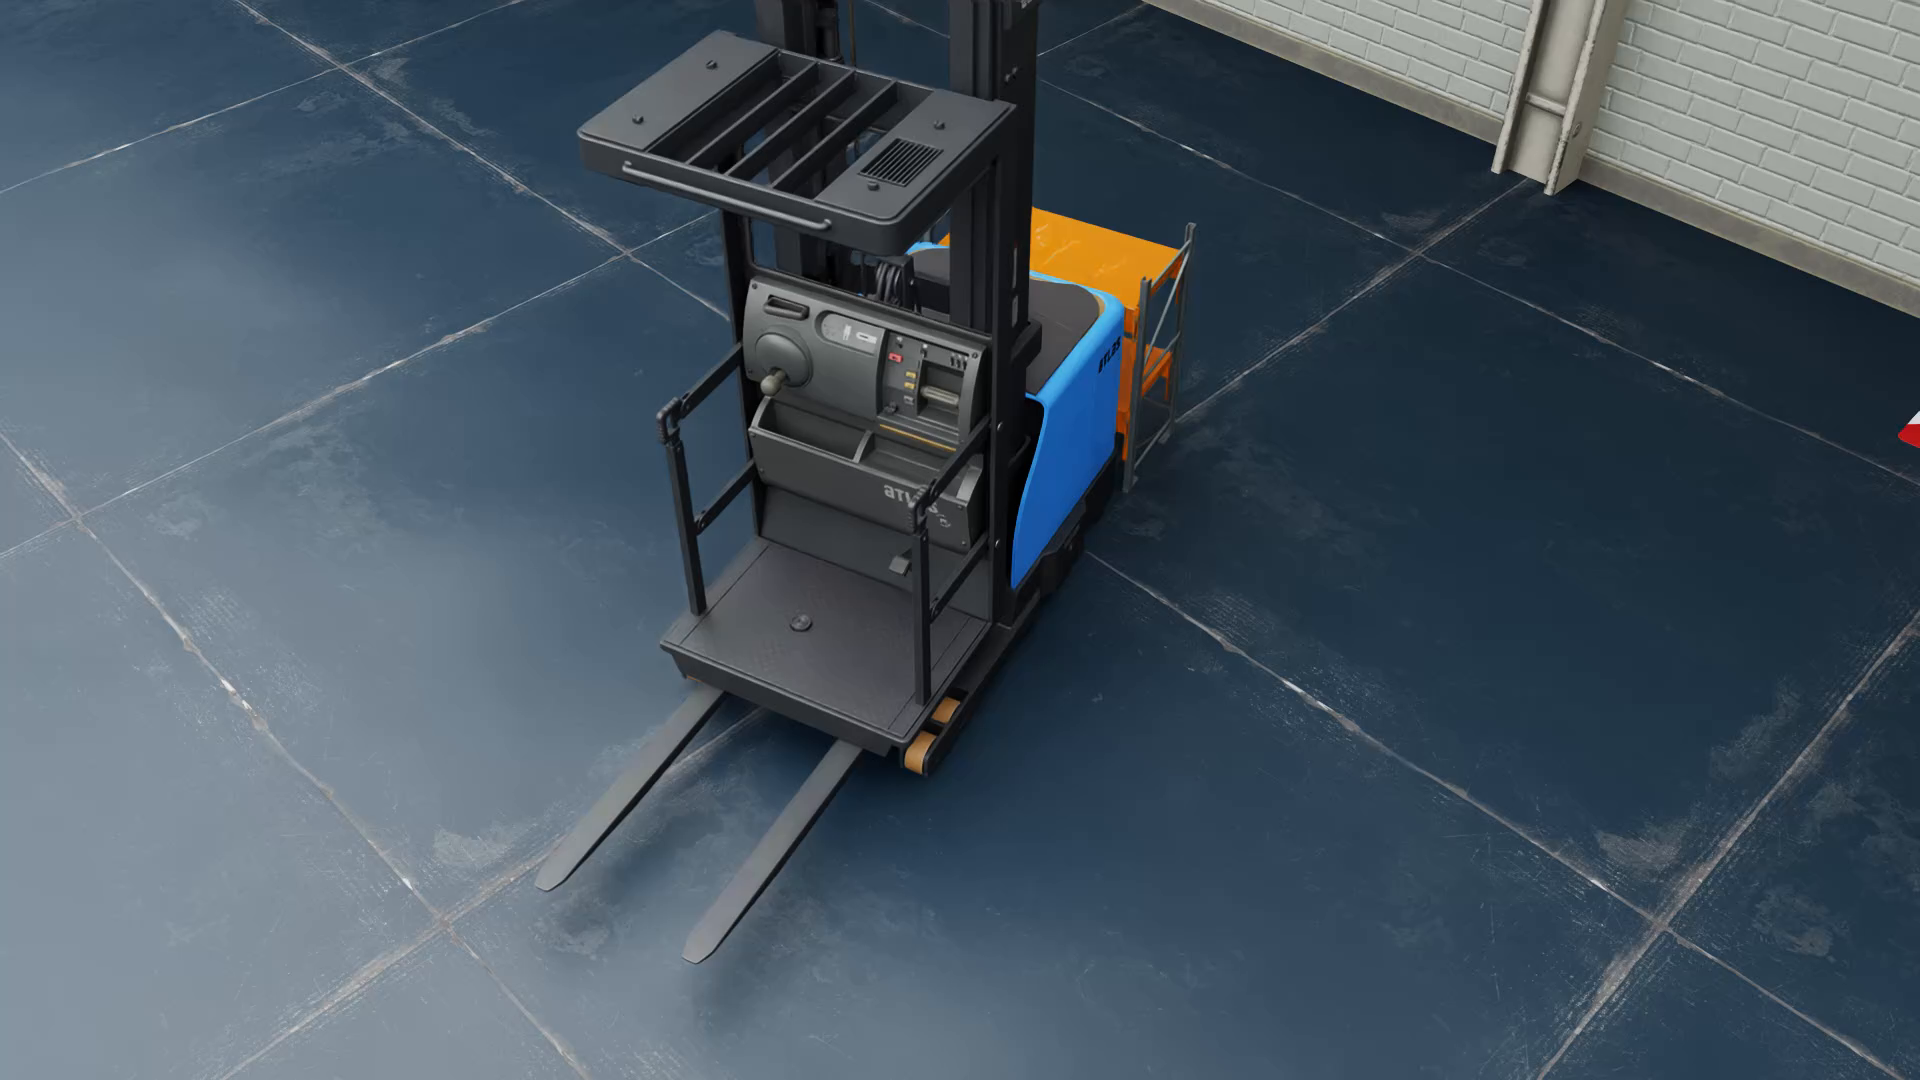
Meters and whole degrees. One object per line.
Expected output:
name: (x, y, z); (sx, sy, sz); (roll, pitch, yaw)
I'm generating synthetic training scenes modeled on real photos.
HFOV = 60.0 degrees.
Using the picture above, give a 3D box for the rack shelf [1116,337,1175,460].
rack shelf: (0.424, -0.771, 7.616); (1.000, 0.278, 0.538); (21, 47, 21)

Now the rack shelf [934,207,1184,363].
rack shelf: (0.424, -1.165, 7.251); (1.000, 0.278, 0.538); (21, 47, 21)

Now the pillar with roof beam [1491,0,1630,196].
pillar with roof beam: (0.246, -3.343, 4.237); (9.100, 9.000, 0.400); (-34, 53, -31)

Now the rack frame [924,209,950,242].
rack frame: (-0.020, -1.119, 7.632); (0.032, 1.125, 0.500); (21, 47, 21)

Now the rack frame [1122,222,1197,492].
rack frame: (0.867, -0.782, 7.267); (0.032, 1.125, 0.500); (21, 47, 21)

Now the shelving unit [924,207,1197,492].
shelving unit: (0.424, -0.950, 7.450); (1.048, 1.125, 0.538); (21, 47, 21)

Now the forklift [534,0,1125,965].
forklift: (-0.448, -0.542, 5.677); (1.130, 2.935, 3.031); (20, 46, 20)
